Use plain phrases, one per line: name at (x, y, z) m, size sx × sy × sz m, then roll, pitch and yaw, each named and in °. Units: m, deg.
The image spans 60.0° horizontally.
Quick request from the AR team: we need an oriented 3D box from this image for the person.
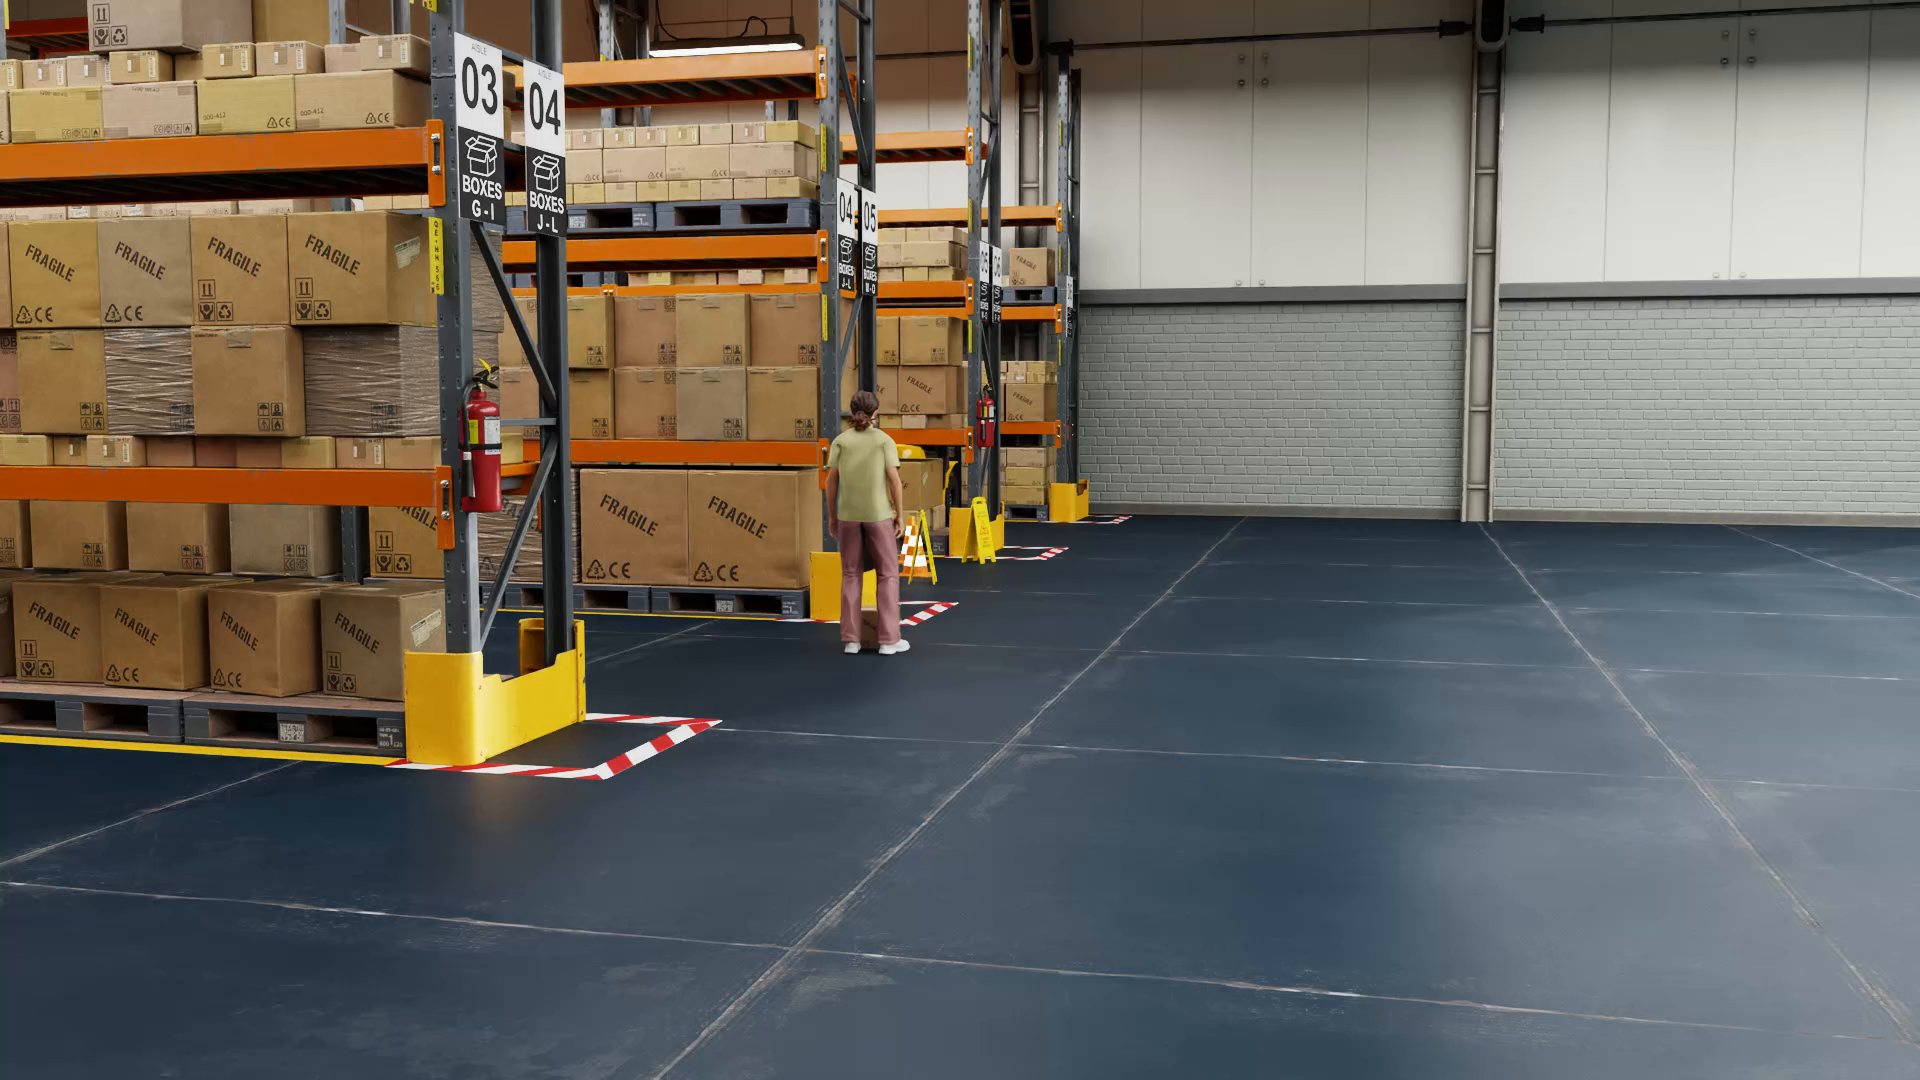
person at (-0.595, -0.115, 10.582) m, size 0.503 × 1.671 × 0.365 m, roll 1°, pitch 5°, yaw 11°
